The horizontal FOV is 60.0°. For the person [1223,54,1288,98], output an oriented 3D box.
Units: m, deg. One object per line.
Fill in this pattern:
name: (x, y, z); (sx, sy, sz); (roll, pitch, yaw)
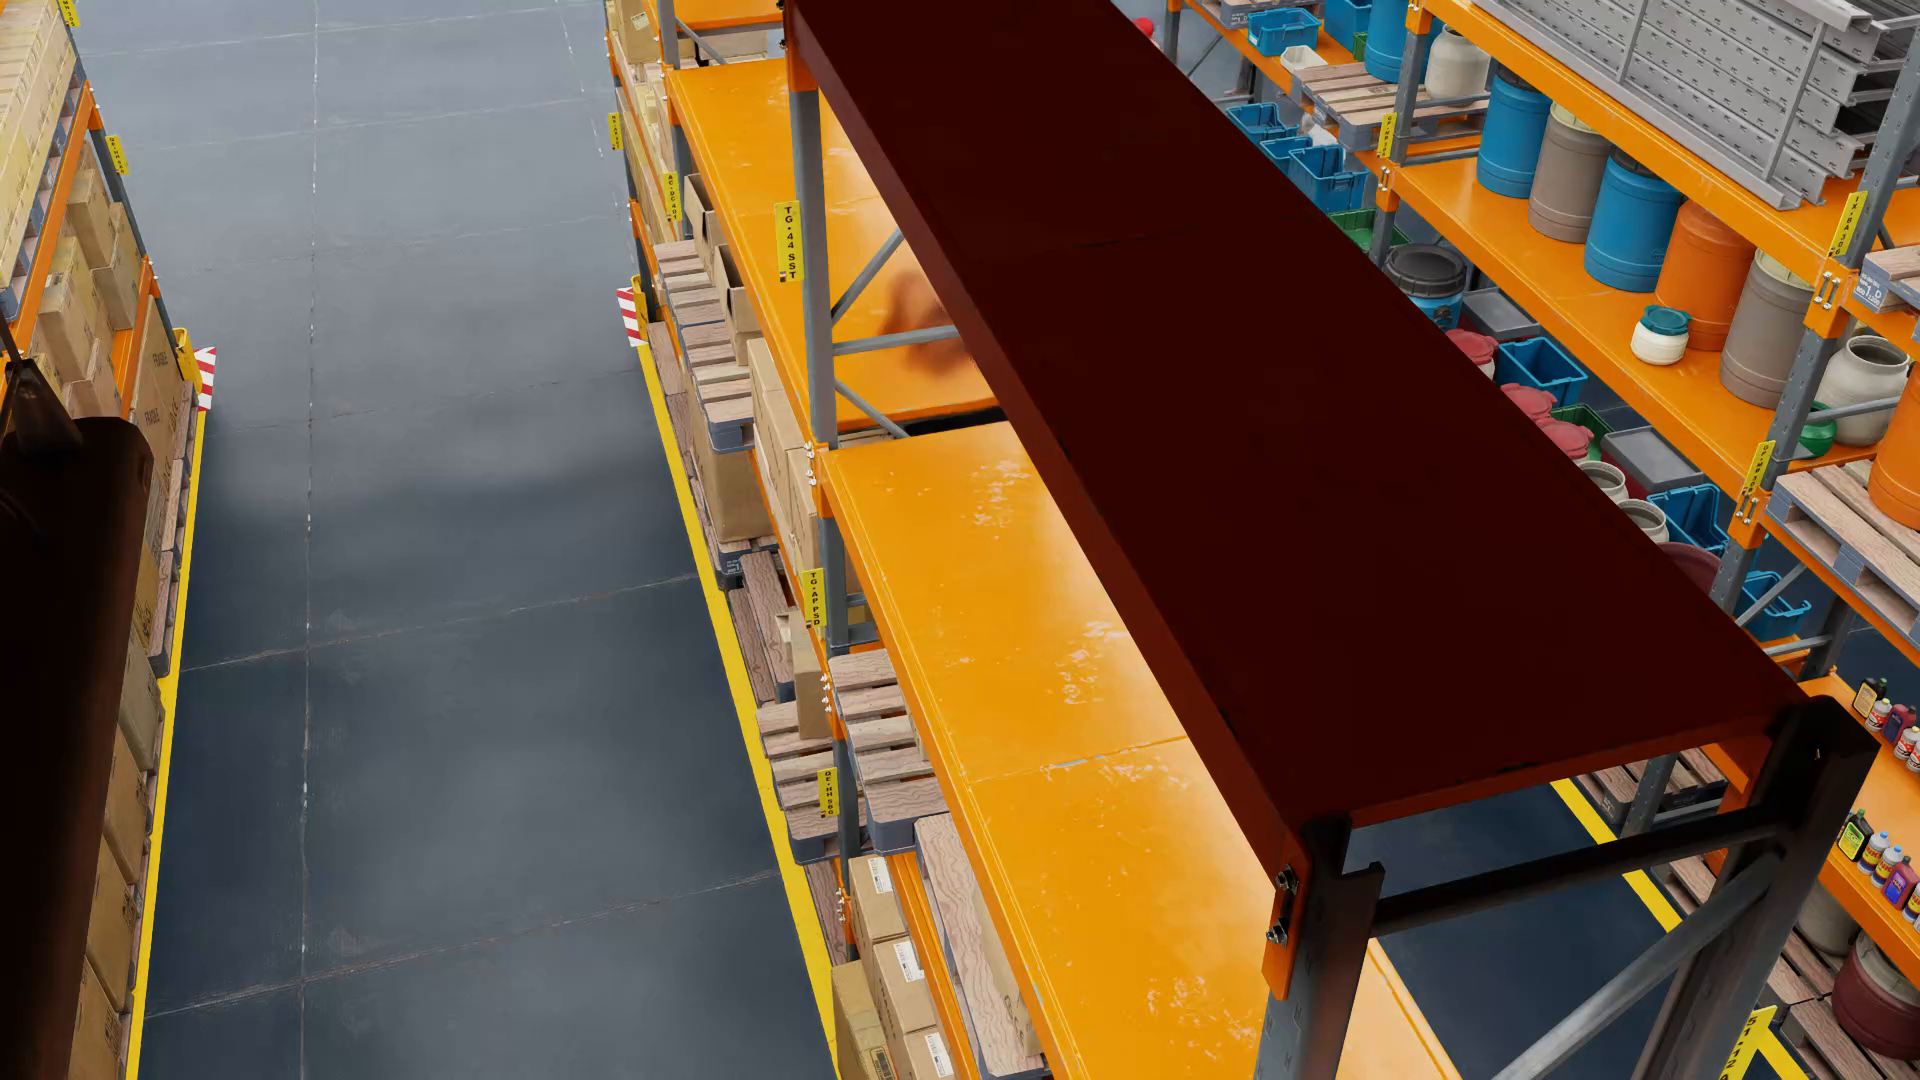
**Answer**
person: (3.471, -5.734, 18.737); (0.870, 1.678, 0.540); (11, 40, 14)

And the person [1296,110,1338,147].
person: (3.540, -3.953, 16.311); (0.728, 1.782, 1.028); (-19, 42, -22)

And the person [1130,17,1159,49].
person: (1.898, -4.583, 17.236); (0.655, 1.727, 0.694); (12, 40, 15)
